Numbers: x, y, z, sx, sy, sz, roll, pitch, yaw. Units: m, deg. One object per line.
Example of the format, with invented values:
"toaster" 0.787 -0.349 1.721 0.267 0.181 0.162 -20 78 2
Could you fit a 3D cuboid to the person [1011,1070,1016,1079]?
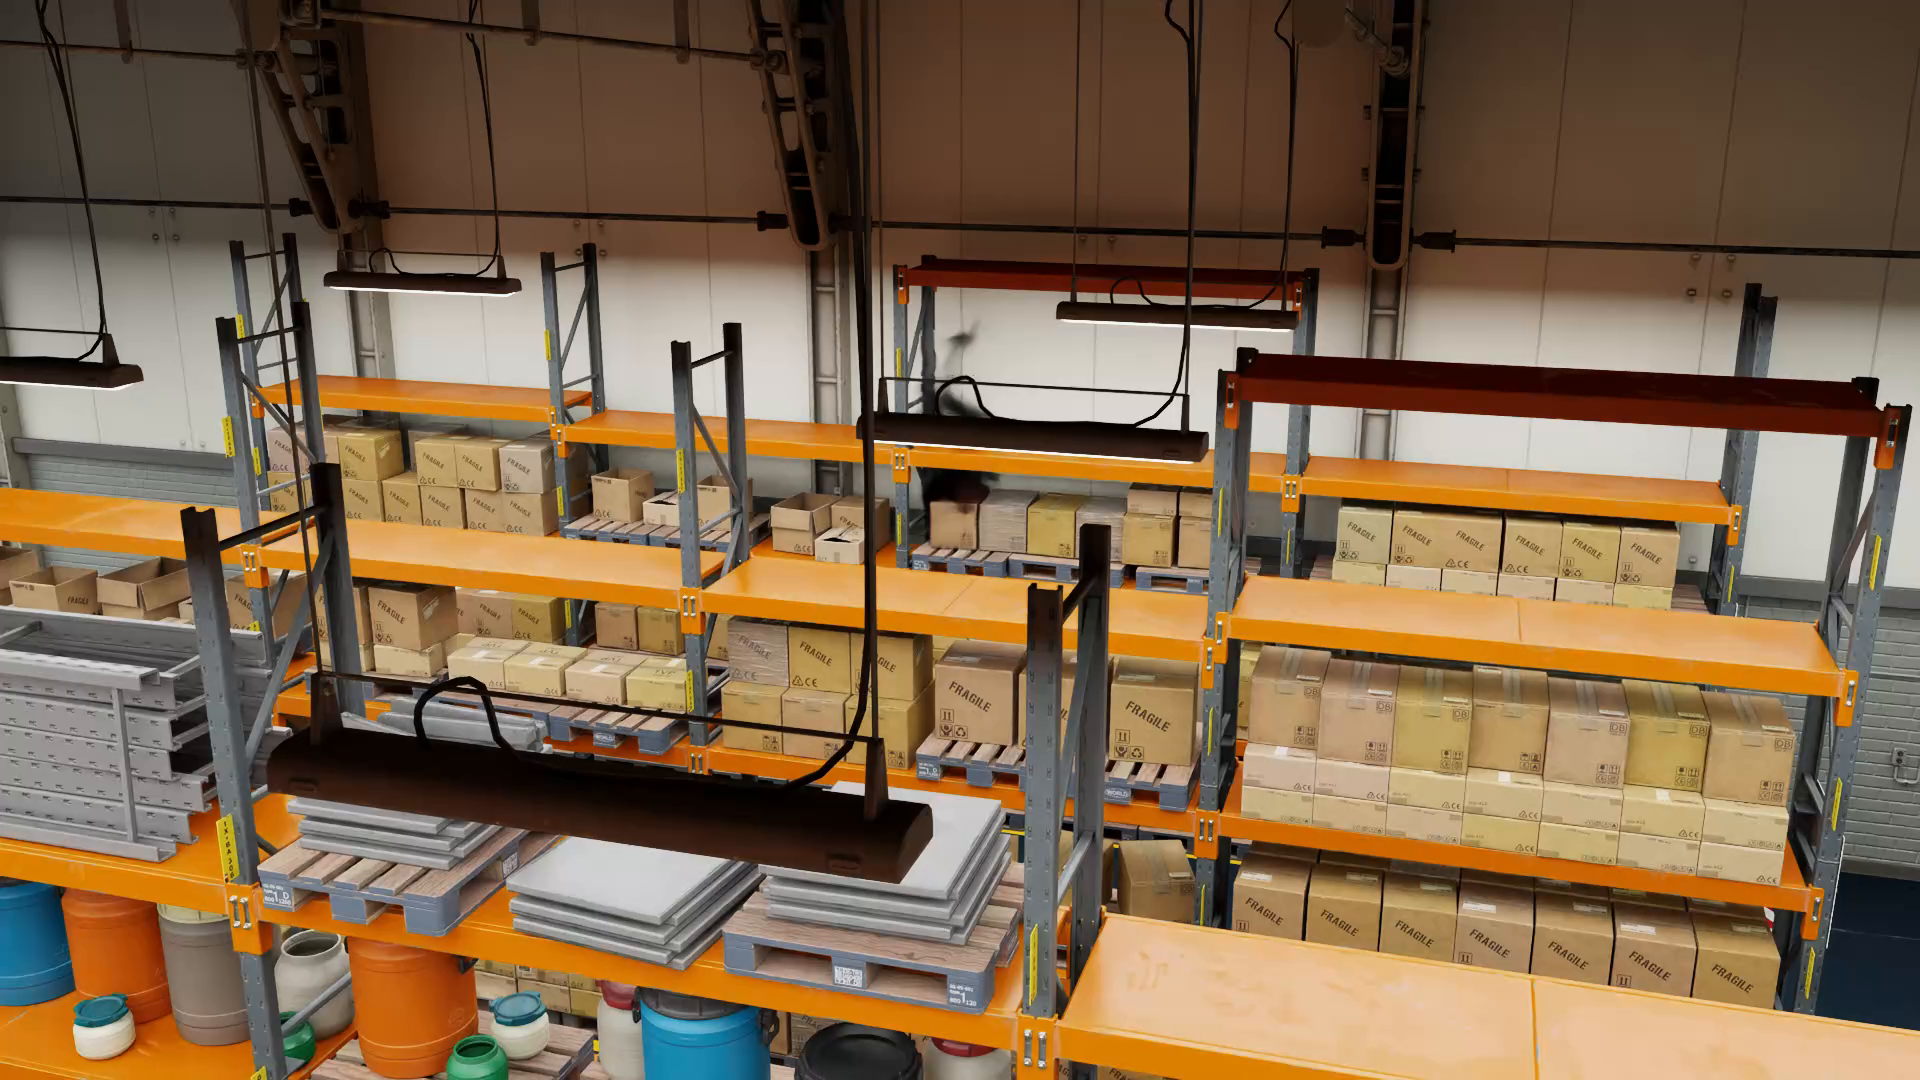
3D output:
"person" 0.398 4.255 10.986 0.723 1.721 0.543 0 16 1
